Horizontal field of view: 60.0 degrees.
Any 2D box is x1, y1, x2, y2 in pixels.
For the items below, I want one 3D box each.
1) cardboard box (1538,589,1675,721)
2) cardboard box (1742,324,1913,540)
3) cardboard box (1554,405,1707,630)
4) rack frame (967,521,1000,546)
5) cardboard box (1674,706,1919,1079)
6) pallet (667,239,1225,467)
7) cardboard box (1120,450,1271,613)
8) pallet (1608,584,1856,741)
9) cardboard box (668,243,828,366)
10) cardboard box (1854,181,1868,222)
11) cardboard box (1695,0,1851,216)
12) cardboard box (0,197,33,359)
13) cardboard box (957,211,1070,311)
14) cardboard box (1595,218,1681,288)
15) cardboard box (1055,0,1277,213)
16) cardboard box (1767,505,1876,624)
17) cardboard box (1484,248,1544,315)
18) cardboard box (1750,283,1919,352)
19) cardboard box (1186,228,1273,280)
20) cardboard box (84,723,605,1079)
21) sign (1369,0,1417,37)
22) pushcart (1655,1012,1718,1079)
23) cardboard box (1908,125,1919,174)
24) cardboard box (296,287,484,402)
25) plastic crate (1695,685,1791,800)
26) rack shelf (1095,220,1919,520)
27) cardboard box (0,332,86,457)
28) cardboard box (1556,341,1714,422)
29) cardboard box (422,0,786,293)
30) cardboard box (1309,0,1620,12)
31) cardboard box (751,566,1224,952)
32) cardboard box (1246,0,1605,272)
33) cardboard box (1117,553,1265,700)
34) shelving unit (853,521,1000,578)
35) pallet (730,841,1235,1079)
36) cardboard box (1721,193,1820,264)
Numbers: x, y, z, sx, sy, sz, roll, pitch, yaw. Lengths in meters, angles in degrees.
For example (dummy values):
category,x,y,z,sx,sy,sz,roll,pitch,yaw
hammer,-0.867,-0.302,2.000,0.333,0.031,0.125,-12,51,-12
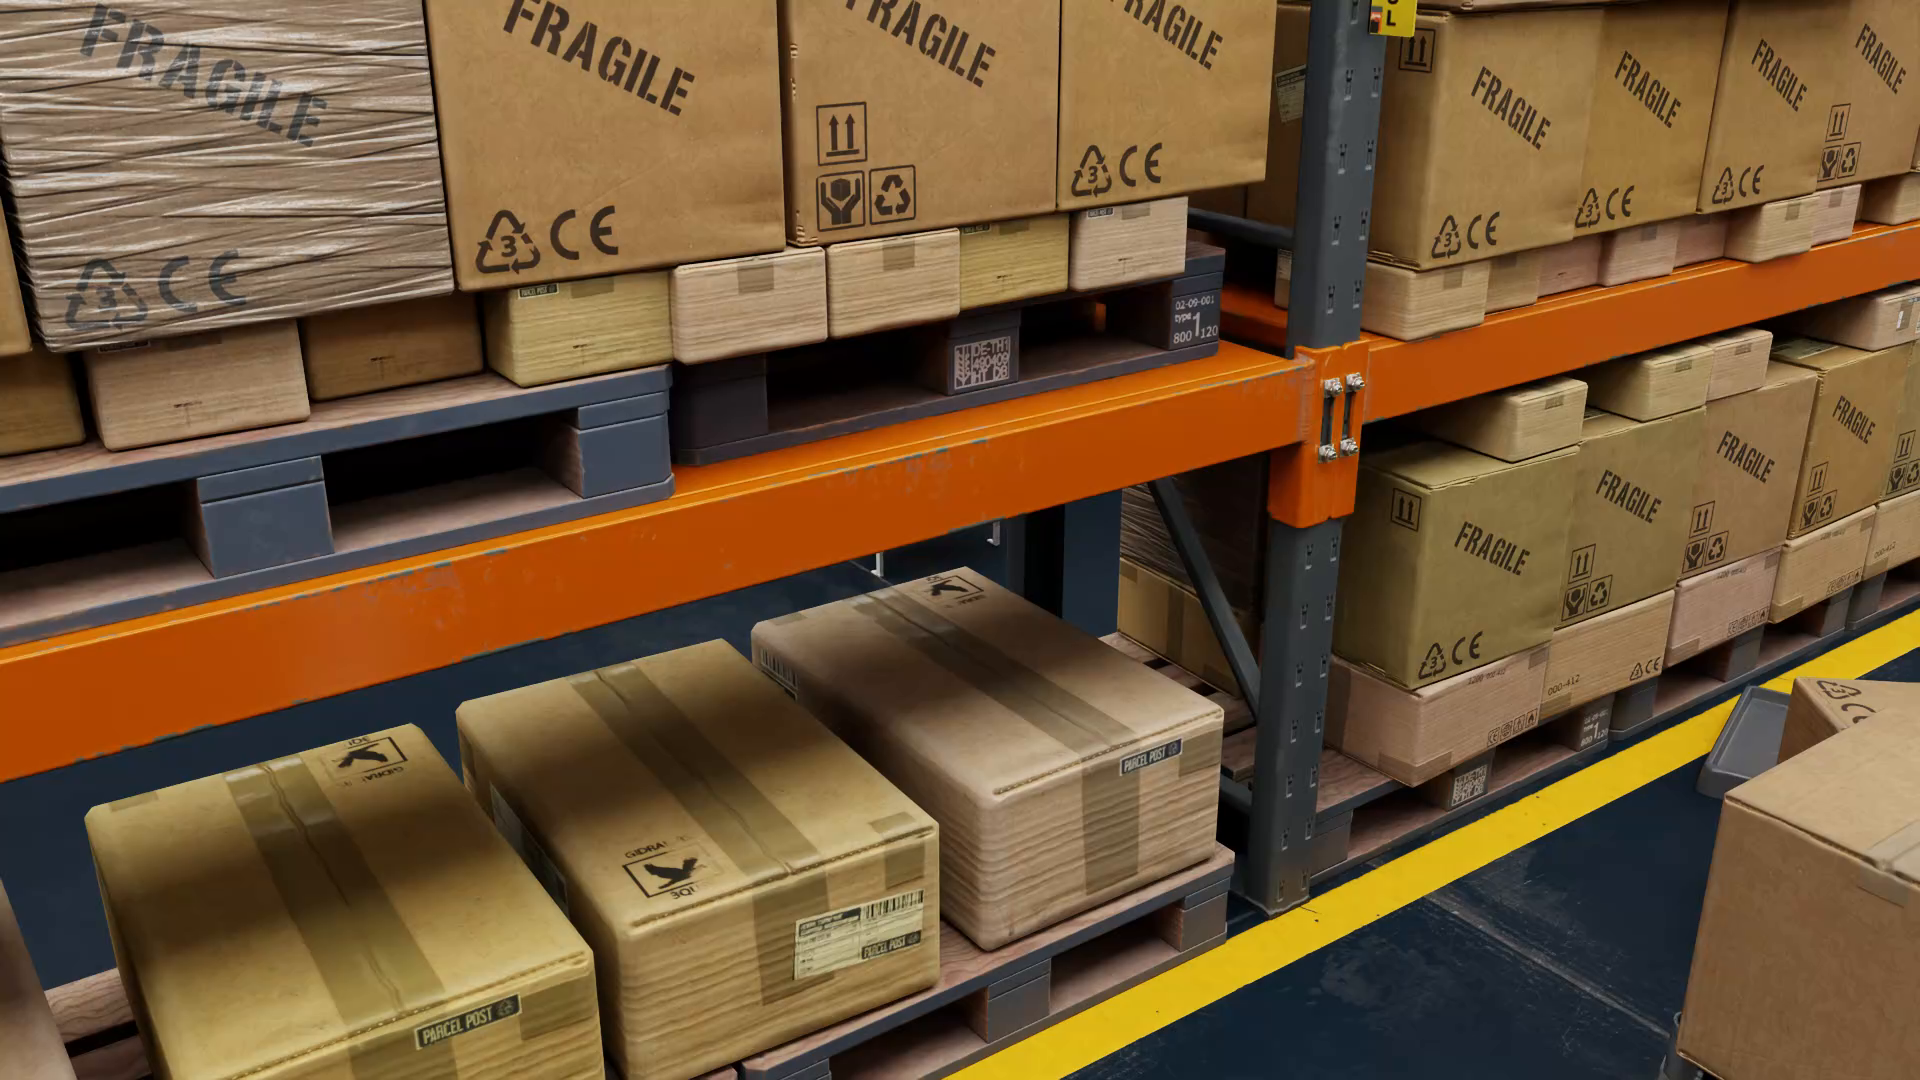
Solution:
category,x,y,z,sx,sy,sz,roll,pitch,yaw
cardboard box,1.522,0.217,4.448,0.500,0.250,0.500,-13,25,-30
cardboard box,2.373,-0.359,4.879,0.500,0.500,0.500,-16,27,-34
cardboard box,1.523,-0.132,4.311,0.500,0.500,0.500,-14,26,-31
rack frame,0.064,-0.574,5.717,0.015,1.200,0.240,-15,26,-33
cardboard box,1.523,0.639,2.599,0.500,0.500,0.500,-15,26,-33
pallet,-0.246,-0.489,3.333,1.213,0.211,1.003,-15,26,-33
cardboard box,0.783,-0.175,4.418,0.500,0.500,0.500,-15,26,-34
pallet,1.975,0.174,5.175,1.213,0.211,1.003,-15,26,-33
cardboard box,-0.415,-0.409,2.646,0.250,0.149,0.380,-15,26,-32
cardboard box,2.275,-0.978,4.640,0.250,0.149,0.380,-15,26,-33
cardboard box,1.788,-1.116,4.109,0.500,0.500,0.500,-15,26,-33
cardboard box,-1.441,-0.473,1.931,0.500,0.500,0.500,-14,26,-32
cardboard box,-0.022,-0.532,2.954,0.250,0.149,0.380,-16,27,-34
cardboard box,1.496,-0.734,4.029,0.250,0.149,0.380,-14,26,-31
cardboard box,0.218,-0.910,3.027,0.500,0.500,0.500,-15,26,-34
cardboard box,2.360,-0.003,4.999,0.500,0.250,0.500,-16,27,-35
cardboard box,1.077,-0.625,3.754,0.250,0.149,0.380,-14,26,-31
cardboard box,2.528,-0.671,4.788,0.250,0.149,0.380,-14,26,-31
cardboard box,0.542,-0.744,4.053,0.250,0.149,0.380,-15,26,-33
cardboard box,-1.110,0.748,2.954,0.625,0.372,0.950,-14,26,-31
sign,0.786,-1.071,2.971,0.005,0.325,0.100,-15,26,-33
pushcart,1.831,1.194,2.396,1.648,0.377,0.936,14,26,32
cardboard box,2.609,-1.335,4.659,0.500,0.500,0.500,-15,26,-33
cardboard box,-0.908,-0.341,2.475,0.250,0.149,0.380,-16,27,-35
plastic crate,2.212,0.563,4.376,0.402,0.080,0.583,14,26,32
rack shelf,2.083,-0.798,4.820,4.000,0.370,1.077,-15,26,-33
cardboard box,-1.325,-0.225,2.185,0.250,0.149,0.380,-14,26,-31
cardboard box,1.648,-0.434,4.194,0.250,0.149,0.380,-14,26,-31
cardboard box,-0.606,-0.692,2.482,0.500,0.500,0.500,-14,26,-31
cardboard box,0.943,-1.378,3.418,0.500,0.500,0.700,-15,26,-33
cardboard box,0.035,0.440,3.725,0.625,0.372,0.950,-15,26,-32
cardboard box,0.979,-0.895,3.557,0.500,0.500,0.500,-15,26,-33
cardboard box,0.782,0.174,4.557,0.500,0.250,0.500,-14,25,-30
shelving unit,-0.134,-0.521,5.584,0.503,1.200,0.258,-15,26,-33
pallet,-0.172,0.765,3.695,1.213,0.211,1.003,-15,26,-33
cardboard box,1.946,-0.829,4.264,0.250,0.149,0.380,-15,26,-33
